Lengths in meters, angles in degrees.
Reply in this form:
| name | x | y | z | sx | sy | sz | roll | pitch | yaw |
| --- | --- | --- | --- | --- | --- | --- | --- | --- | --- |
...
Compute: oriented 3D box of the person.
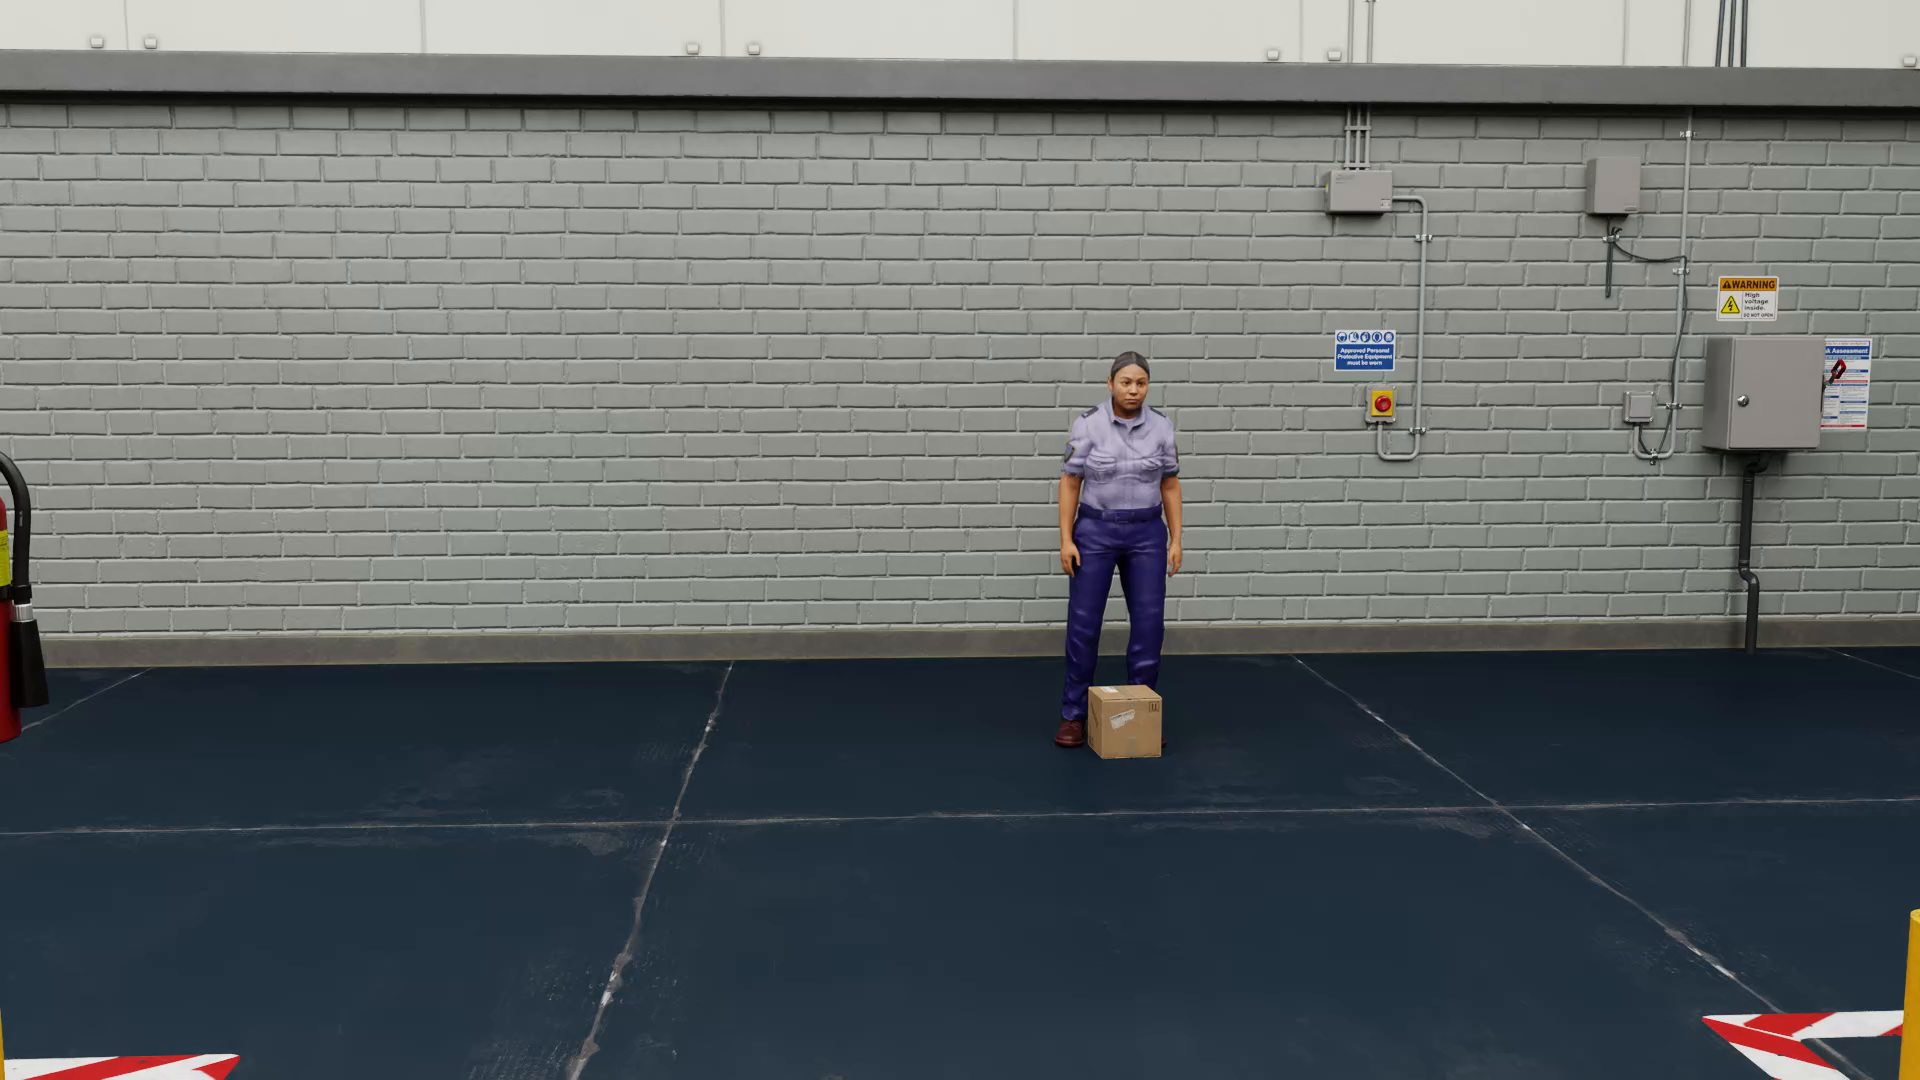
| name | x | y | z | sx | sy | sz | roll | pitch | yaw |
| --- | --- | --- | --- | --- | --- | --- | --- | --- | --- |
| person | 0.671 | 0.032 | 7.021 | 0.555 | 1.652 | 0.416 | -1 | 7 | -5 |
